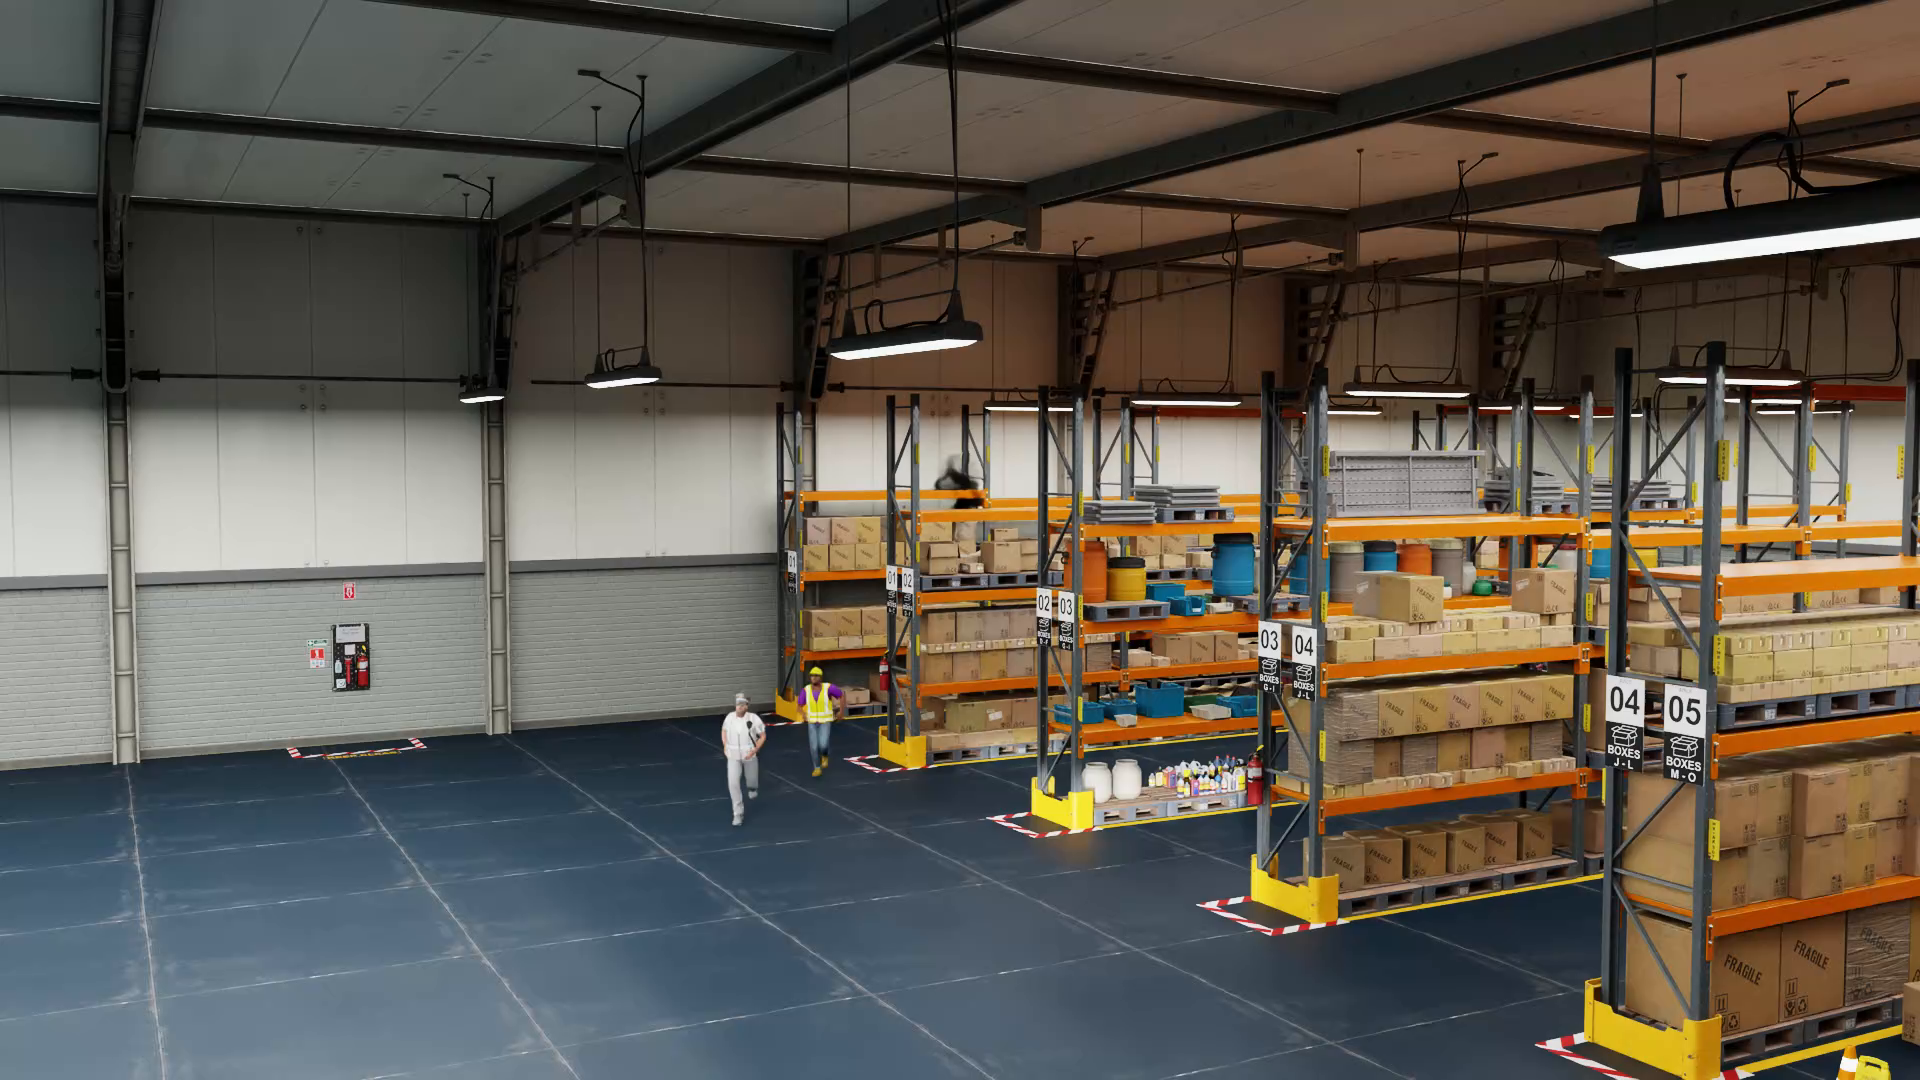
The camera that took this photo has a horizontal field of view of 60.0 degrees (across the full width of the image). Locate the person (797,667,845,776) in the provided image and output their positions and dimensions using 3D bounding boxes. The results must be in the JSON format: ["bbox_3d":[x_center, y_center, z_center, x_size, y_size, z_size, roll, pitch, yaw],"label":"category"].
[{"bbox_3d":[-2.189,2.840,25.897,0.731,1.720,0.669,0,3,7],"label":"person"}]

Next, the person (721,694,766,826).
[{"bbox_3d":[-3.011,3.012,23.109,0.644,1.791,1.014,0,3,-1],"label":"person"}]
